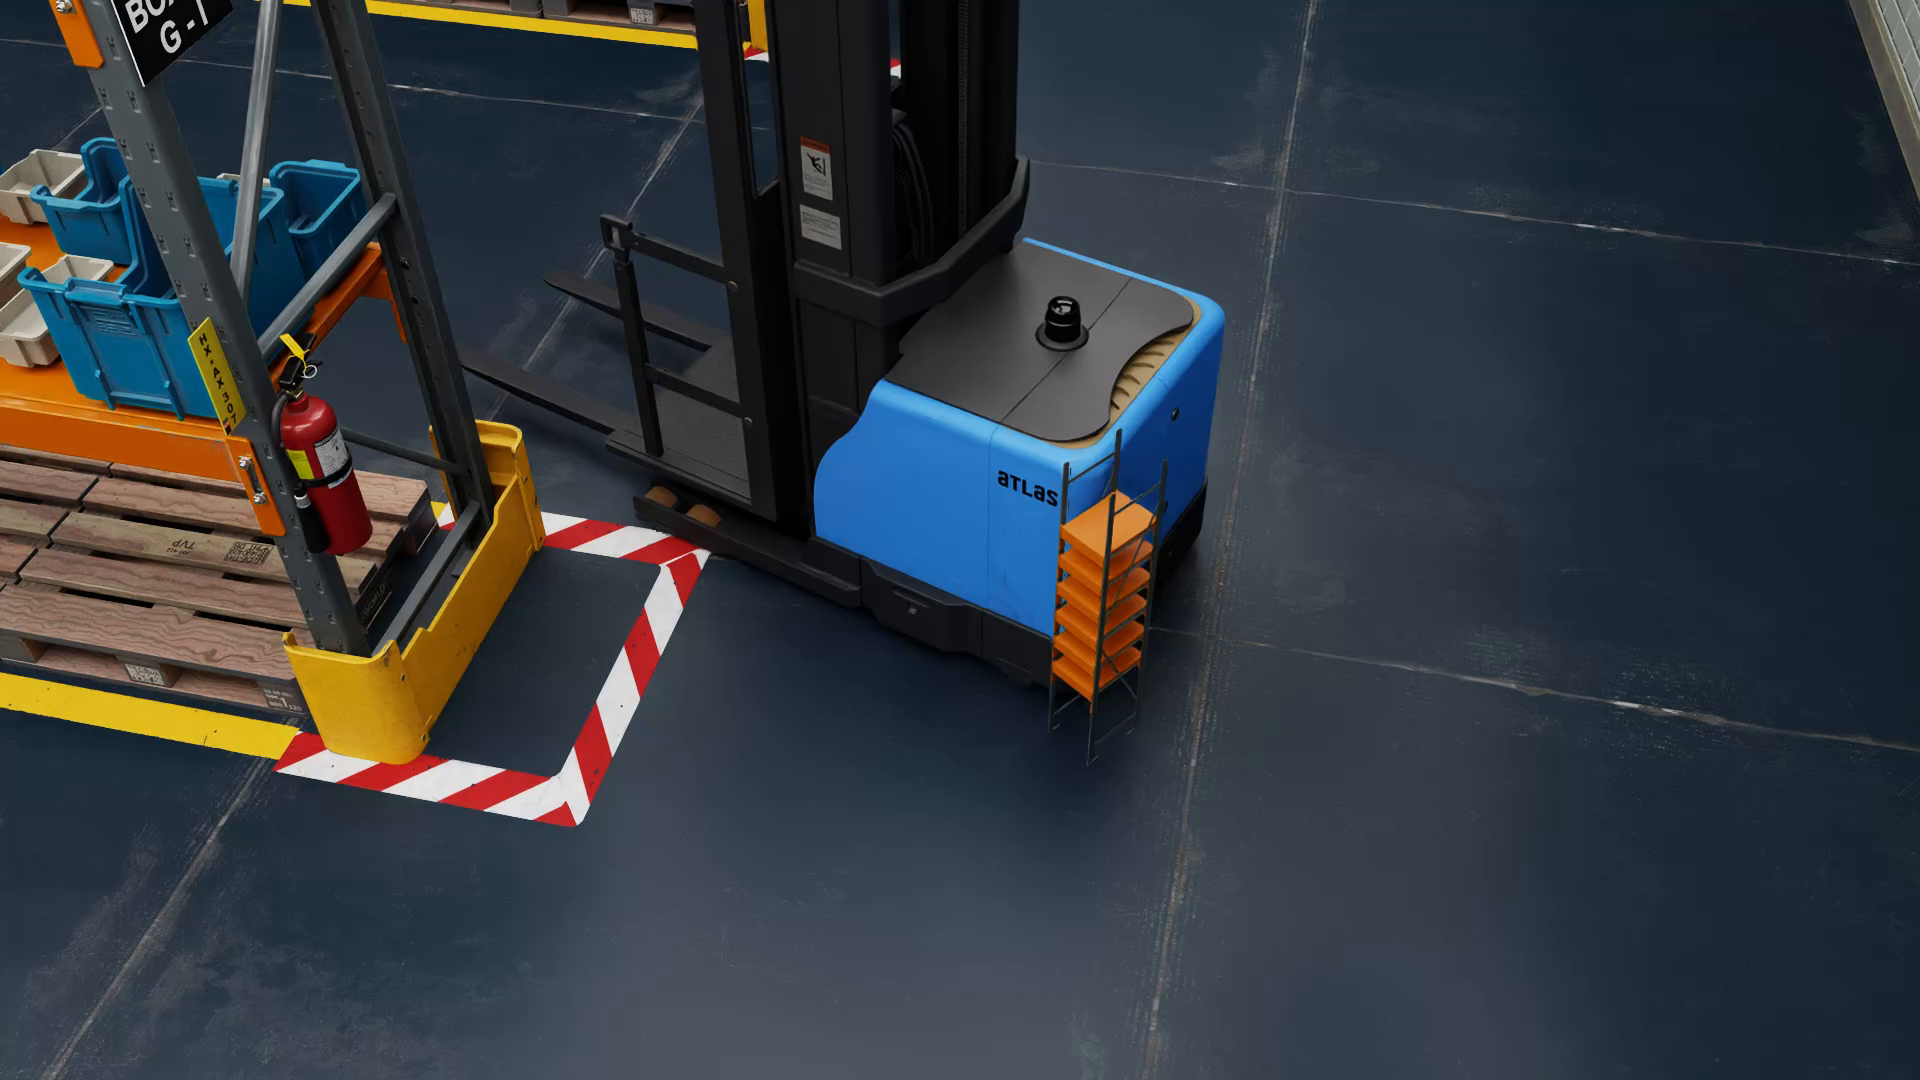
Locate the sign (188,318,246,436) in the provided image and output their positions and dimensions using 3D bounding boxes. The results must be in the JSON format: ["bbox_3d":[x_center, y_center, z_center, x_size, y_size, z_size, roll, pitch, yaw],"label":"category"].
[{"bbox_3d":[-1.971,-0.431,4.417,0.005,0.325,0.100,9,45,9],"label":"sign"}]

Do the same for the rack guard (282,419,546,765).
[{"bbox_3d":[-1.840,0.149,5.735,0.348,0.500,1.175,9,45,9],"label":"rack guard"}]

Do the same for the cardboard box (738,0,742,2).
[{"bbox_3d":[-1.366,-3.272,8.972,0.500,0.500,0.500,9,45,9],"label":"cardboard box"}]

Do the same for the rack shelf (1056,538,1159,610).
[{"bbox_3d":[0.446,0.067,5.033,0.258,0.103,0.180,-32,53,-29],"label":"rack shelf"}]

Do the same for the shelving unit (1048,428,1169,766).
[{"bbox_3d":[0.446,0.208,5.168,0.258,1.200,0.189,-32,53,-29],"label":"shelving unit"}]

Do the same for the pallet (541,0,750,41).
[{"bbox_3d":[-1.634,-3.225,9.449,1.213,0.211,1.003,9,45,9],"label":"pallet"}]

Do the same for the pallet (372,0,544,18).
[{"bbox_3d":[-2.821,-3.412,9.642,1.213,0.211,1.003,9,45,9],"label":"pallet"}]

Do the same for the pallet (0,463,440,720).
[{"bbox_3d":[-2.663,0.107,5.987,1.213,0.211,1.003,9,45,9],"label":"pallet"}]

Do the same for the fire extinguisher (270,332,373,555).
[{"bbox_3d":[-1.819,-0.254,4.676,0.183,0.674,0.296,9,45,9],"label":"fire extinguisher"}]

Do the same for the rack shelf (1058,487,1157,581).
[{"bbox_3d":[0.446,-0.019,4.950,0.258,0.103,0.180,-32,53,-29],"label":"rack shelf"}]

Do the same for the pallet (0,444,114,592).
[{"bbox_3d":[-3.850,-0.080,6.180,1.213,0.211,1.003,9,45,9],"label":"pallet"}]

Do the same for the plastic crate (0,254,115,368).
[{"bbox_3d":[-2.702,-0.674,4.935,0.243,0.136,0.396,9,45,9],"label":"plastic crate"}]

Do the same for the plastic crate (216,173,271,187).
[{"bbox_3d":[-2.331,-1.038,5.313,0.298,0.136,0.250,9,45,9],"label":"plastic crate"}]

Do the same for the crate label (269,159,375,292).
[{"bbox_3d":[-2.036,-0.968,5.171,0.303,0.233,0.416,9,45,9],"label":"crate label"}]

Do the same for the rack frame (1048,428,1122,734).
[{"bbox_3d":[0.384,0.161,5.217,0.240,1.200,0.006,-32,53,-29],"label":"rack frame"}]

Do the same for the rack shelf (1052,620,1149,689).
[{"bbox_3d":[0.446,0.327,5.283,0.258,0.103,0.180,-32,53,-29],"label":"rack shelf"}]

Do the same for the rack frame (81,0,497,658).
[{"bbox_3d":[-1.867,-0.747,4.863,0.127,3.000,1.000,9,45,9],"label":"rack frame"}]

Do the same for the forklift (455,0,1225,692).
[{"bbox_3d":[-0.630,-1.313,5.501,3.031,2.935,1.130,23,48,22],"label":"forklift"}]

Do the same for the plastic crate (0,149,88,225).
[{"bbox_3d":[-2.993,-1.141,5.419,0.298,0.136,0.250,9,45,9],"label":"plastic crate"}]

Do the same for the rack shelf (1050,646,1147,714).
[{"bbox_3d":[0.446,0.413,5.366,0.258,0.103,0.180,-32,53,-29],"label":"rack shelf"}]

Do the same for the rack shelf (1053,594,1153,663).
[{"bbox_3d":[0.446,0.240,5.199,0.258,0.103,0.180,-32,53,-29],"label":"rack shelf"}]

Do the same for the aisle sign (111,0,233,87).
[{"bbox_3d":[-1.860,-1.474,3.744,0.004,0.787,0.394,9,45,9],"label":"aisle sign"}]

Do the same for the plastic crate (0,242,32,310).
[{"bbox_3d":[-2.982,-0.728,4.990,0.243,0.136,0.396,9,45,9],"label":"plastic crate"}]

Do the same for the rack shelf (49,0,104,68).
[{"bbox_3d":[-3.818,-1.871,4.387,4.000,0.370,1.077,9,45,9],"label":"rack shelf"}]

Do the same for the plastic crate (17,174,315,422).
[{"bbox_3d":[-2.234,-0.706,4.751,0.499,0.435,0.616,9,45,9],"label":"plastic crate"}]

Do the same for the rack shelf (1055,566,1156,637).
[{"bbox_3d":[0.446,0.154,5.116,0.258,0.103,0.180,-32,53,-29],"label":"rack shelf"}]

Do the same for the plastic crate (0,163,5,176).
[{"bbox_3d":[-3.321,-1.168,5.378,0.300,0.233,0.416,9,45,9],"label":"plastic crate"}]

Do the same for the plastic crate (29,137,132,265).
[{"bbox_3d":[-2.678,-1.068,5.274,0.300,0.233,0.416,9,45,9],"label":"plastic crate"}]

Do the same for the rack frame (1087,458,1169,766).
[{"bbox_3d":[0.508,0.255,5.120,0.240,1.200,0.006,-32,53,-29],"label":"rack frame"}]

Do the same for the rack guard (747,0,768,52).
[{"bbox_3d":[-0.856,-3.209,9.224,0.348,0.500,1.175,9,45,9],"label":"rack guard"}]

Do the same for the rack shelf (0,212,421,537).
[{"bbox_3d":[-3.818,-0.791,5.427,4.000,0.370,1.077,9,45,9],"label":"rack shelf"}]
